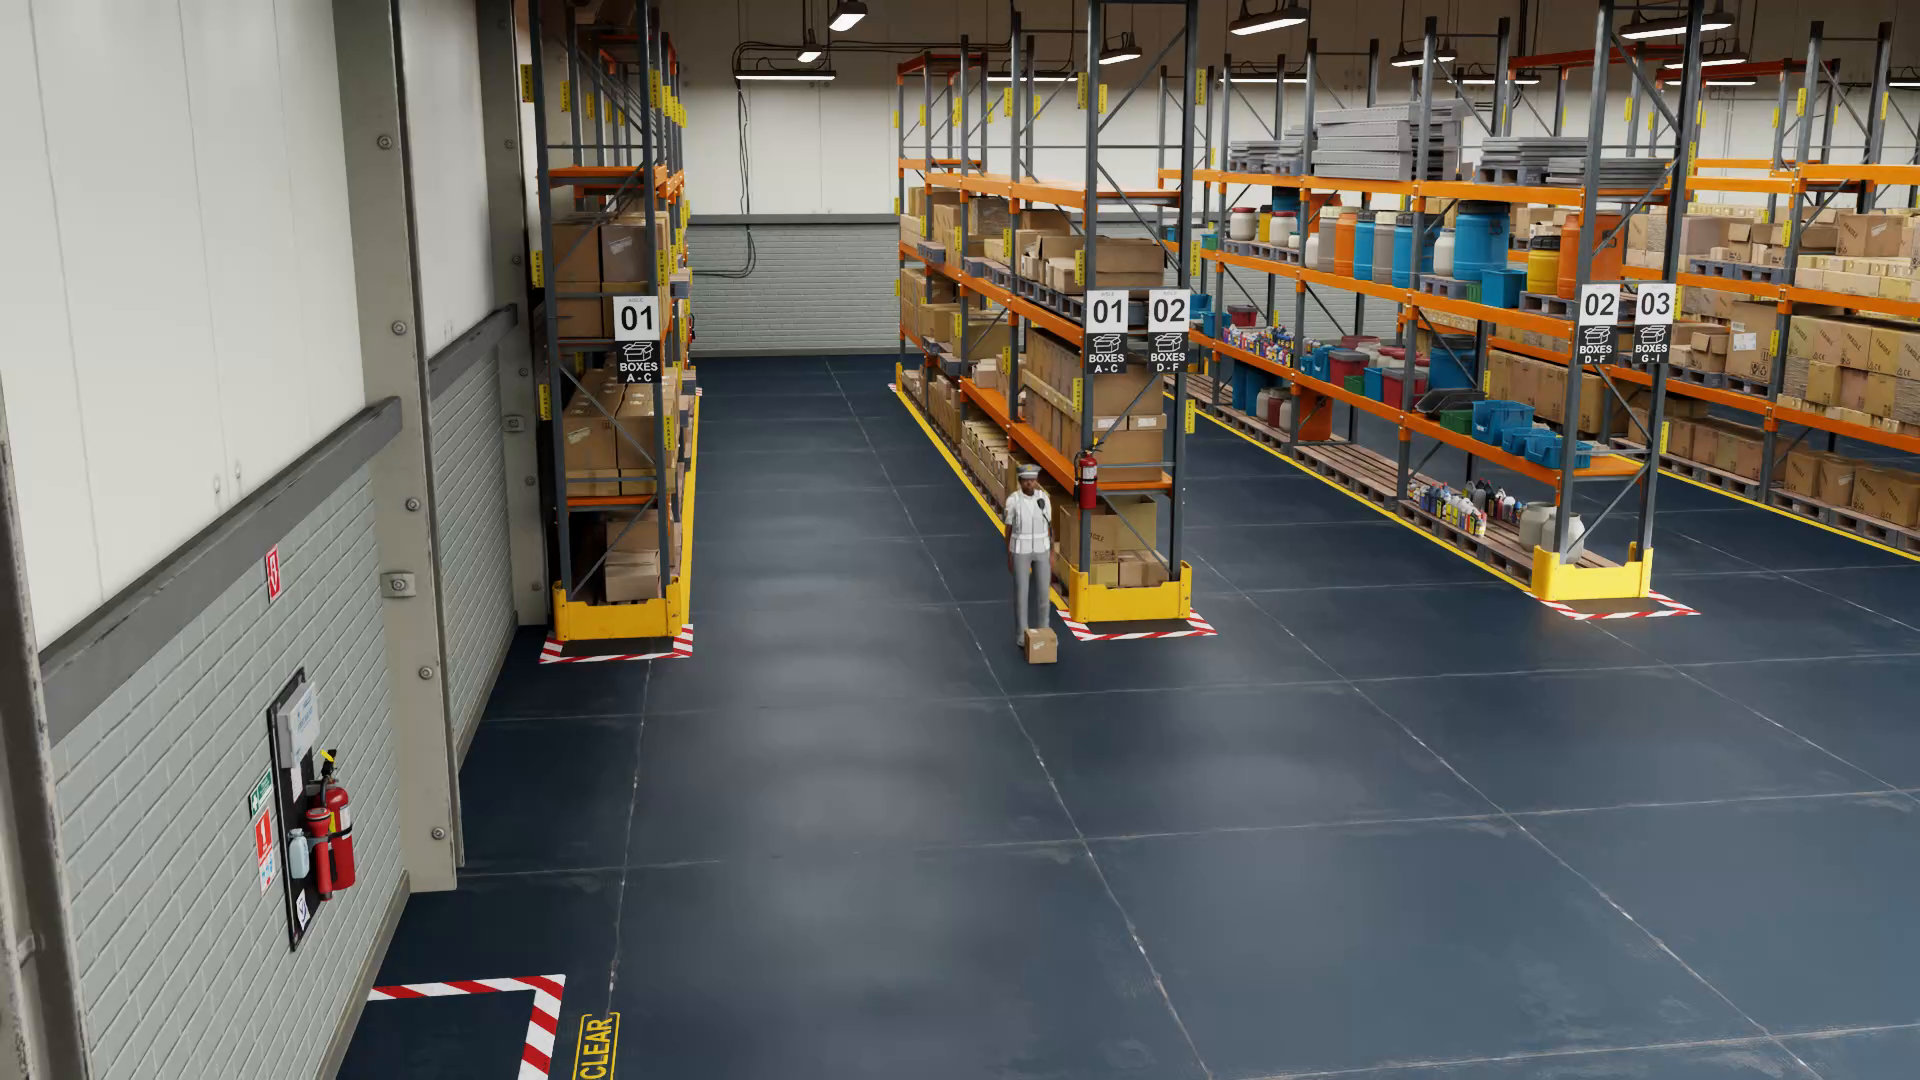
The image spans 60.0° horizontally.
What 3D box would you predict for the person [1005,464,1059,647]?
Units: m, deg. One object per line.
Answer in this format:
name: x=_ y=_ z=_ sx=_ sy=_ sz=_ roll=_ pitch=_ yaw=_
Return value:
person: x=0.660 y=0.136 z=15.304 sx=0.493 sy=1.709 sz=0.350 roll=-2 pitch=13 yaw=-9
